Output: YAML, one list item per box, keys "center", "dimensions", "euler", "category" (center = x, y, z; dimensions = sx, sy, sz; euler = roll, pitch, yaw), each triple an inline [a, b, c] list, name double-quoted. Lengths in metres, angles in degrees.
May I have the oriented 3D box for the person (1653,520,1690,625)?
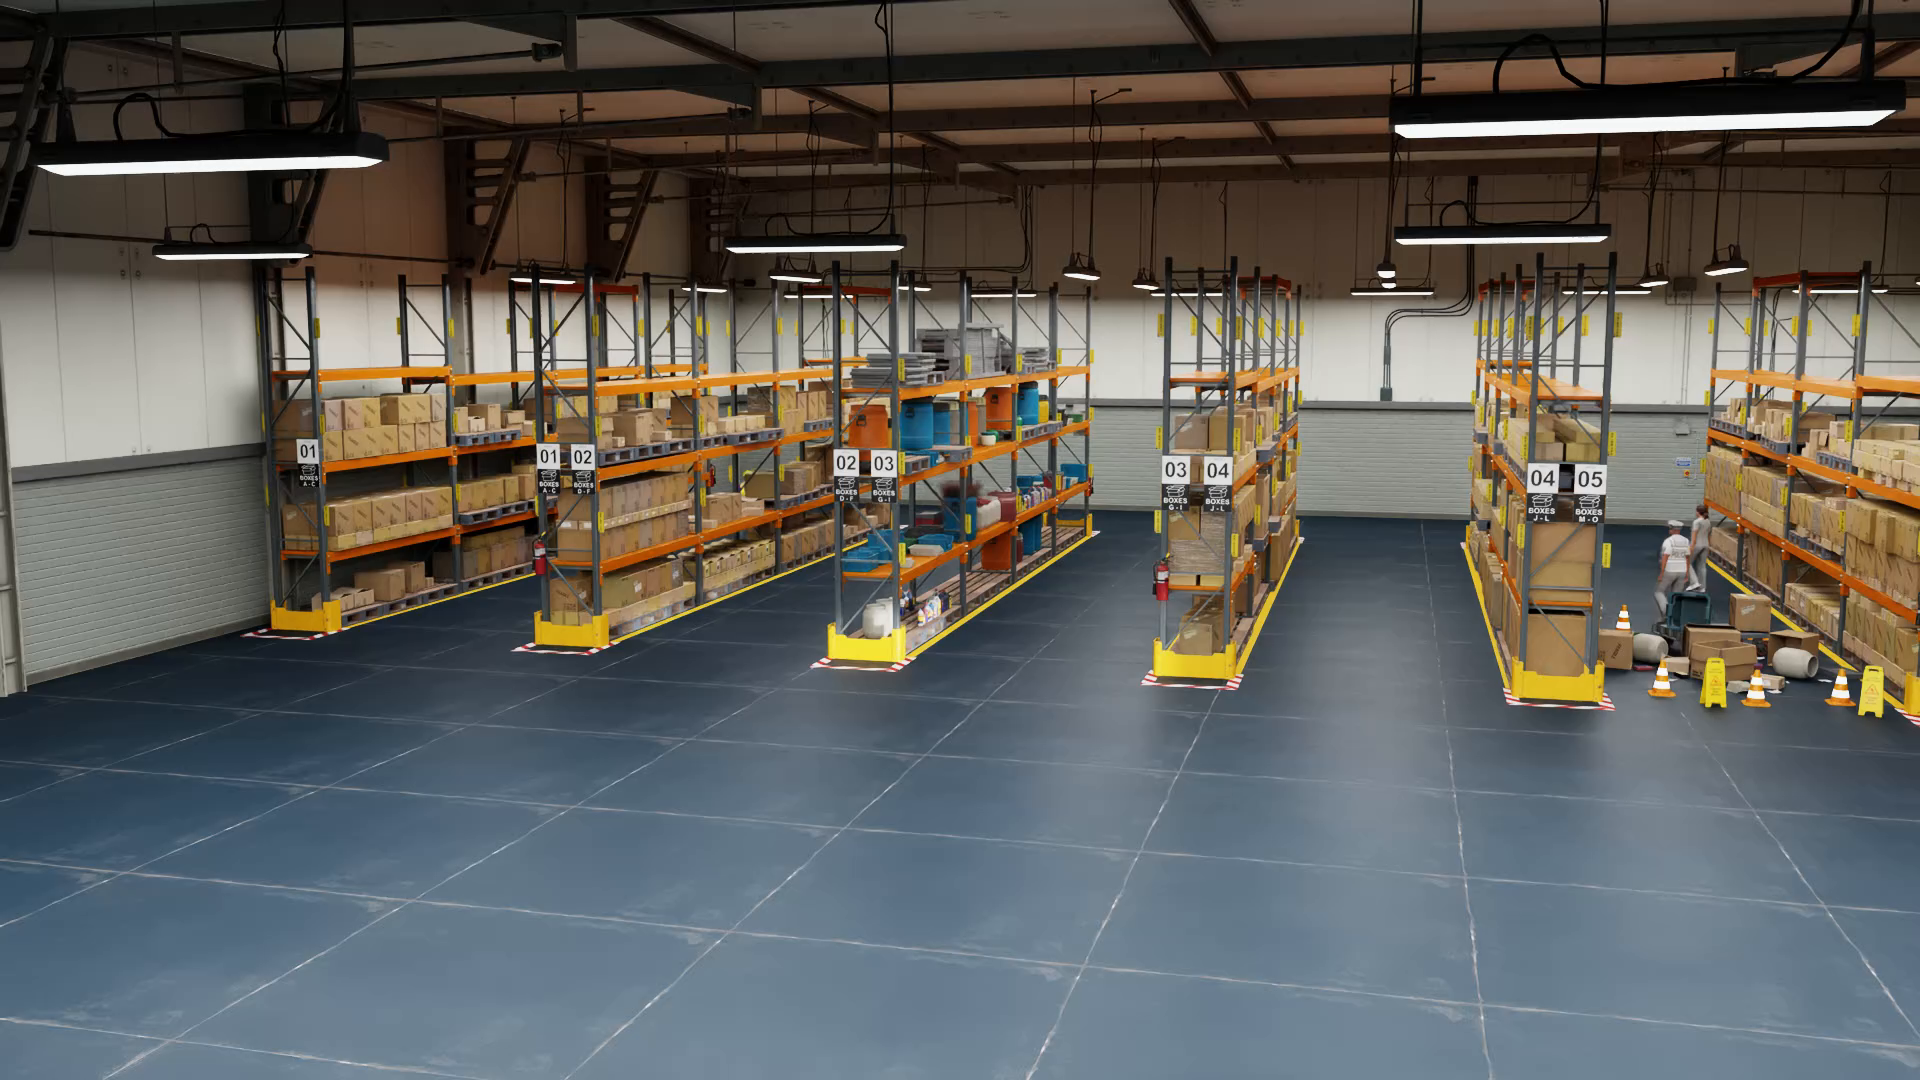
- center: [12.113, 0.571, 28.244]
  dimensions: [0.579, 1.804, 0.410]
  euler: [-2, 7, -12]
  category: "person"

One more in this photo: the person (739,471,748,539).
- center: [-4.931, -0.740, 38.487]
  dimensions: [0.674, 1.708, 1.085]
  euler: [2, 8, 16]
  category: "person"

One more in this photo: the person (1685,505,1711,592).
- center: [14.082, 0.160, 31.694]
  dimensions: [0.478, 1.673, 0.407]
  euler: [-3, 8, -22]
  category: "person"
